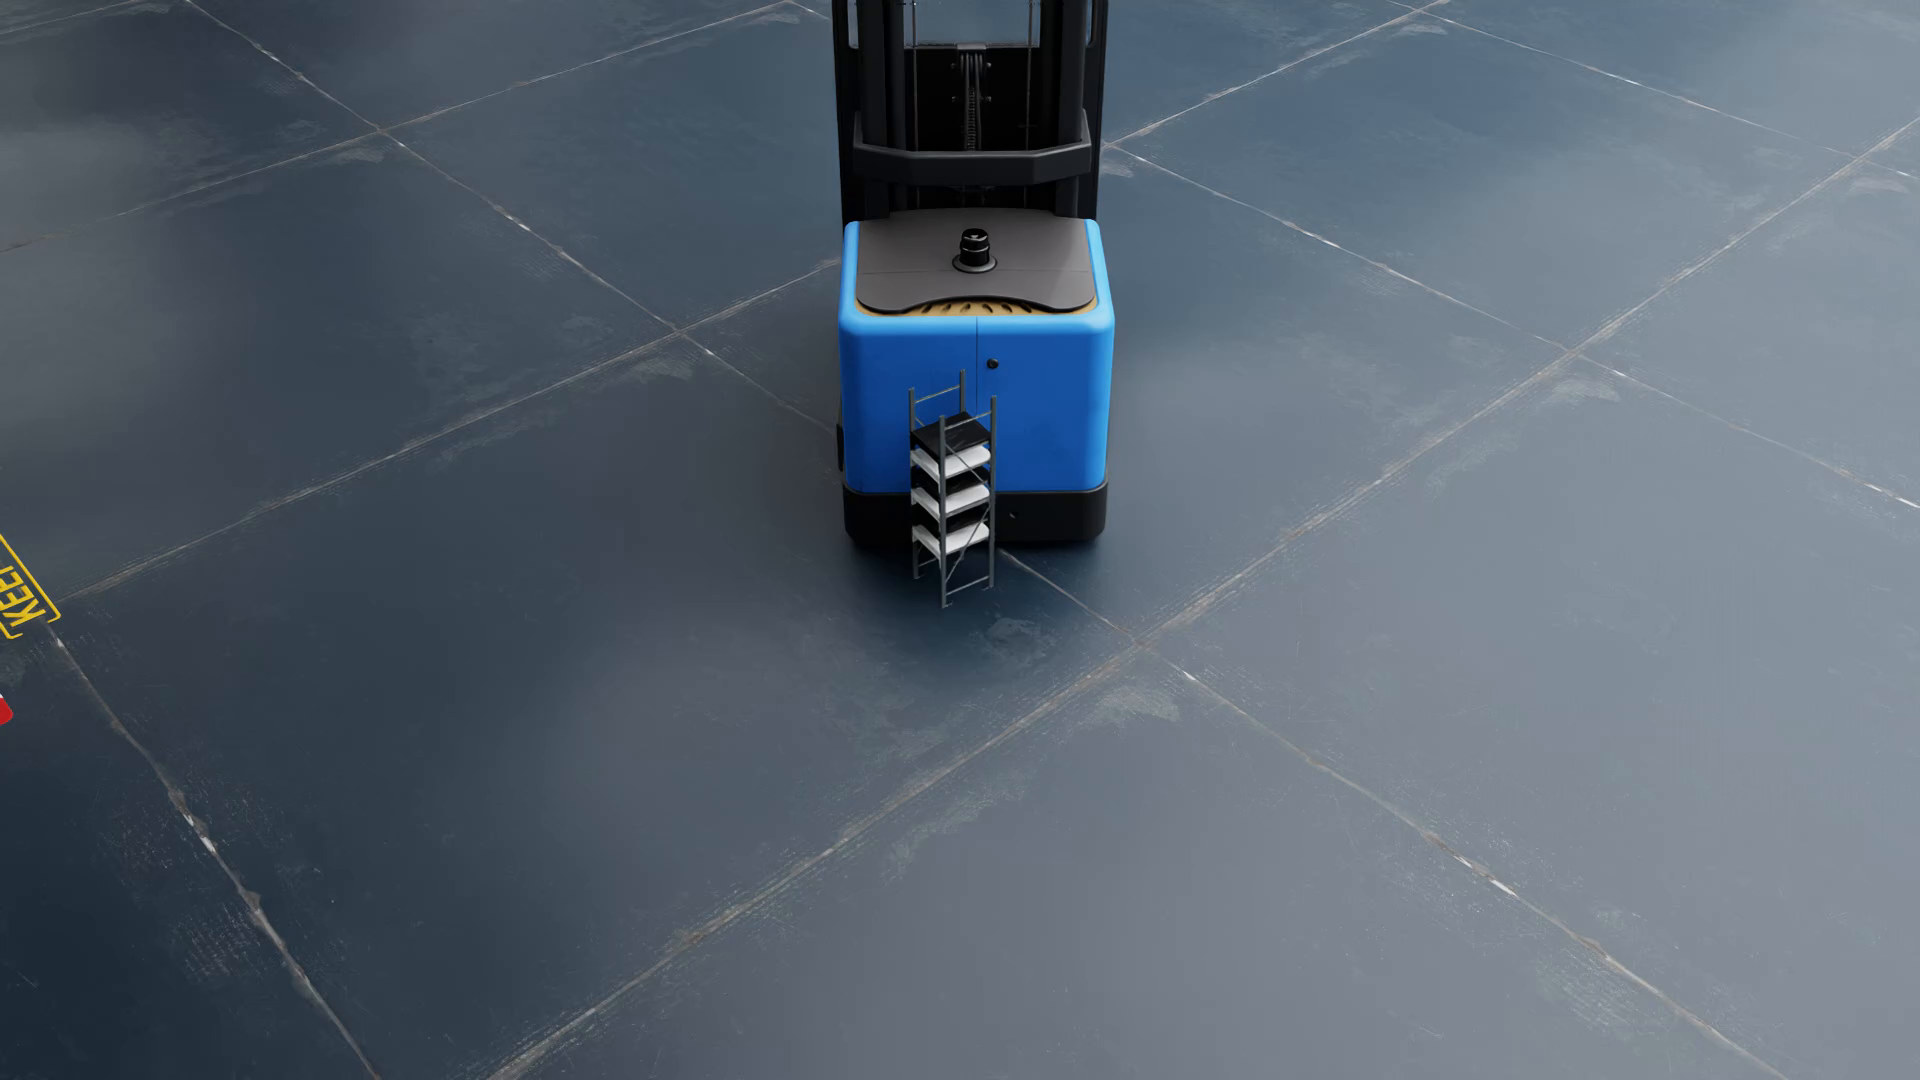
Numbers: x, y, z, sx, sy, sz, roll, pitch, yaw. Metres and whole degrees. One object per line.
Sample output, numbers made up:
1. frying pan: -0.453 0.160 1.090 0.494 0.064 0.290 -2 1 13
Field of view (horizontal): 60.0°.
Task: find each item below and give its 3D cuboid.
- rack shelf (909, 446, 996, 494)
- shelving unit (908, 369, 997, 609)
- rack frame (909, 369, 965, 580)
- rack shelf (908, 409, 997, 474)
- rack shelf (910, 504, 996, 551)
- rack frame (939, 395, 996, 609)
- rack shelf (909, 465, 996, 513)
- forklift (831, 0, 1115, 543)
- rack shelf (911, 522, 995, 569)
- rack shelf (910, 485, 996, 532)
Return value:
1. rack shelf: -0.027 -0.293 6.164 0.258 0.077 0.200 -22 44 -25
2. shelving unit: -0.027 -0.179 6.256 0.258 0.900 0.210 -22 44 -25
3. rack frame: -0.083 -0.233 6.322 0.240 0.900 0.006 -22 44 -25
4. rack shelf: -0.027 -0.363 6.107 0.258 0.077 0.200 -22 44 -25
5. rack shelf: -0.027 -0.083 6.333 0.258 0.077 0.200 -22 44 -25
6. rack frame: 0.028 -0.126 6.190 0.240 0.900 0.006 -22 44 -25
7. rack shelf: -0.027 -0.223 6.220 0.258 0.077 0.200 -22 44 -25
8. forklift: 0.034 -2.029 6.929 1.130 2.935 3.031 -1 39 -1
9. rack shelf: -0.027 -0.013 6.390 0.258 0.077 0.200 -22 44 -25
10. rack shelf: -0.027 -0.153 6.277 0.258 0.077 0.200 -22 44 -25
